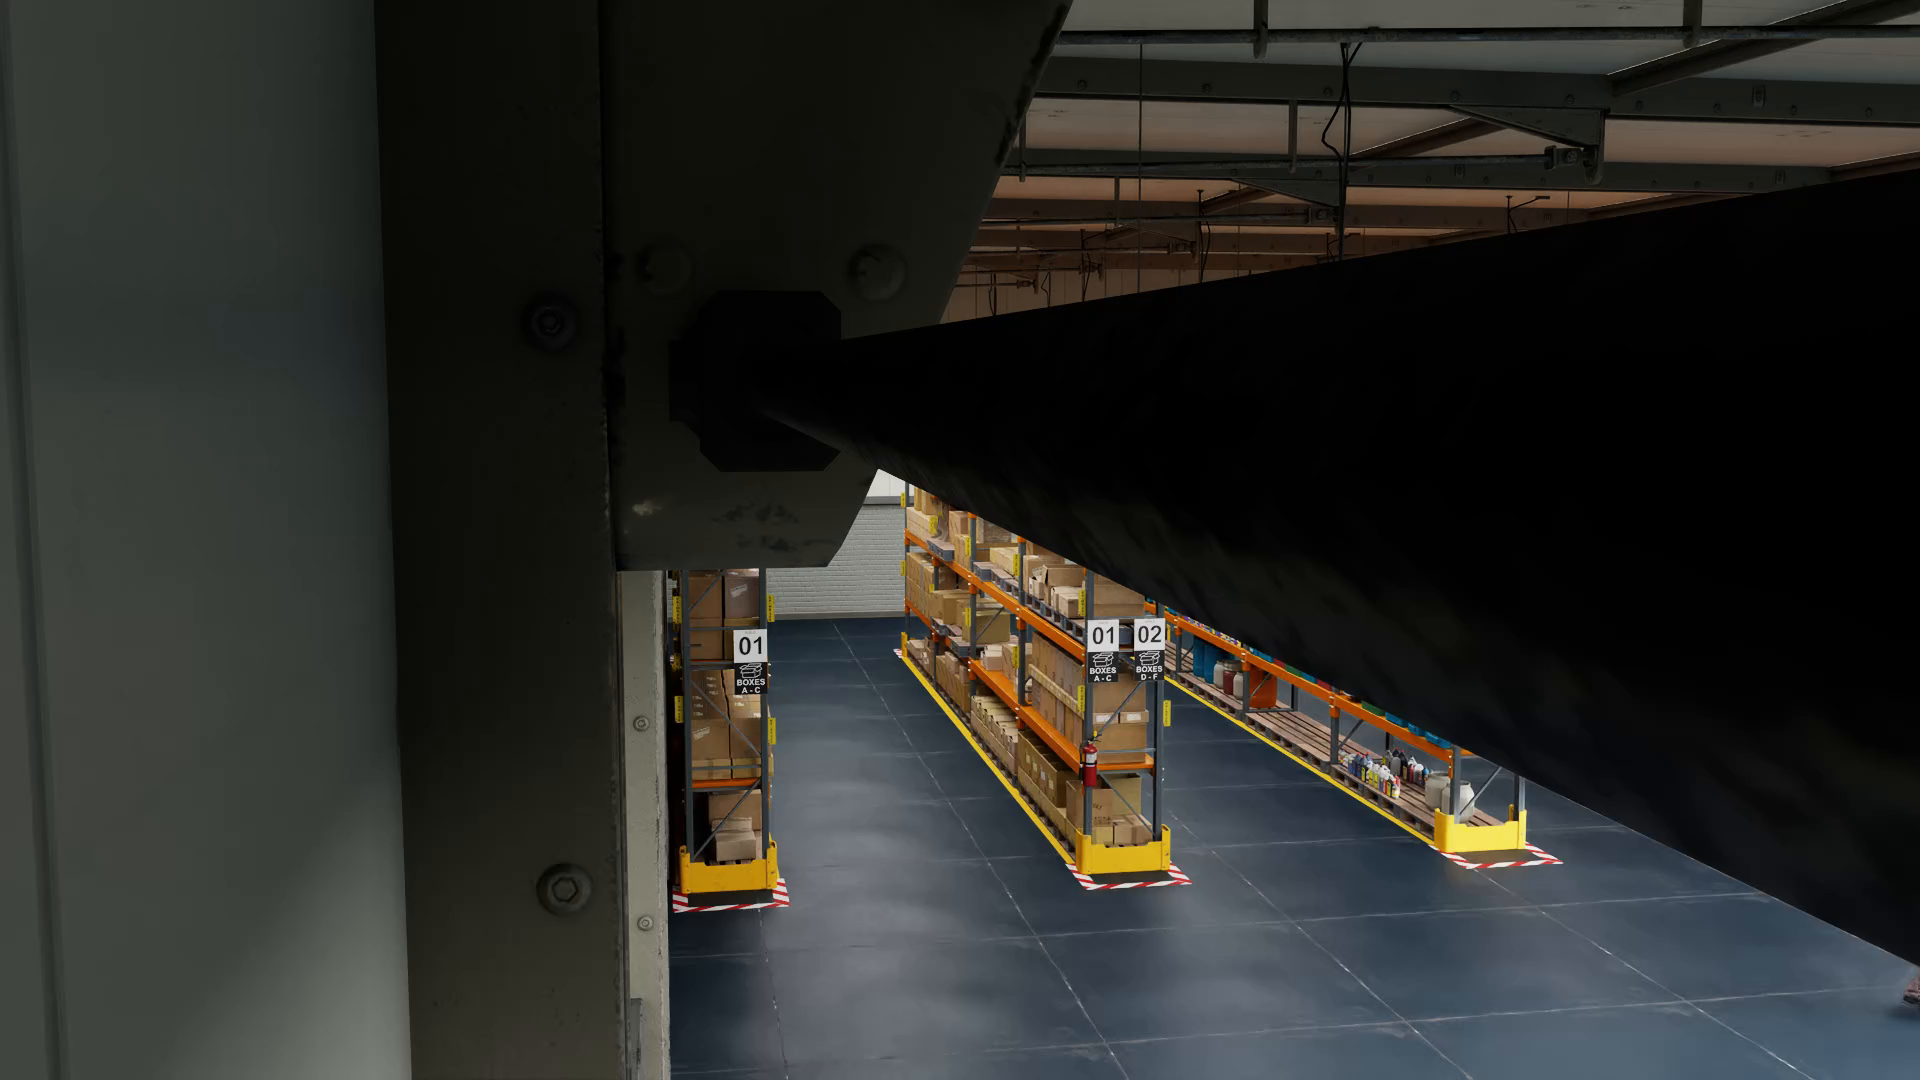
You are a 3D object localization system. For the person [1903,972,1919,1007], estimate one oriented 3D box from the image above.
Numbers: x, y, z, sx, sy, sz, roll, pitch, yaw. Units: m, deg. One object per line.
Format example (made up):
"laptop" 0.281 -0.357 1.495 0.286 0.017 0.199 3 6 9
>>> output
"person" 9.609 3.807 16.139 0.720 1.770 0.661 2 6 15
